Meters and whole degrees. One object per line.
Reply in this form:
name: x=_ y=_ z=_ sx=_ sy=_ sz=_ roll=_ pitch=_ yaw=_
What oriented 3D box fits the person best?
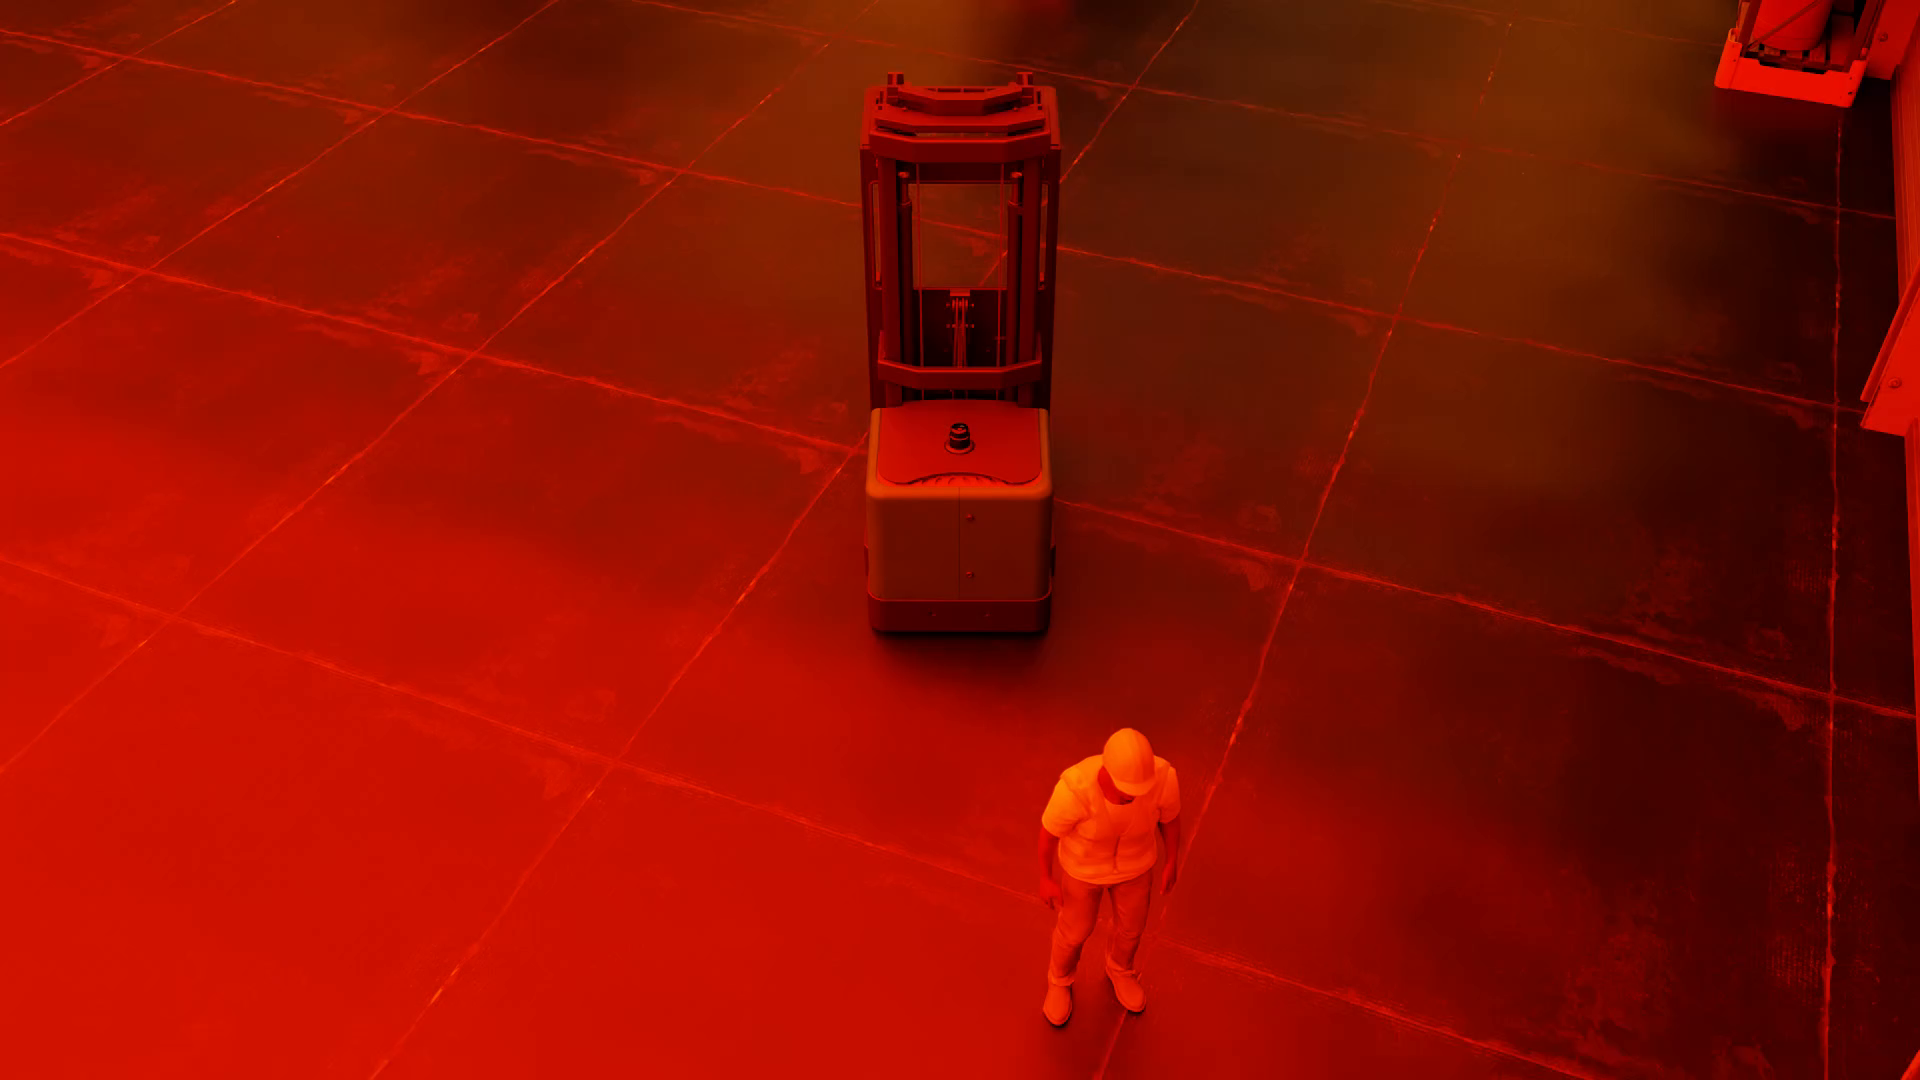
person: x=0.648 y=1.428 z=7.215 sx=0.627 sy=1.761 sz=0.460 roll=-6 pitch=40 yaw=-7

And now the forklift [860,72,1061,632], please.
forklift: x=0.002 y=-1.515 z=9.816 sx=1.130 sy=2.935 sz=3.031 roll=0 pitch=40 yaw=0
